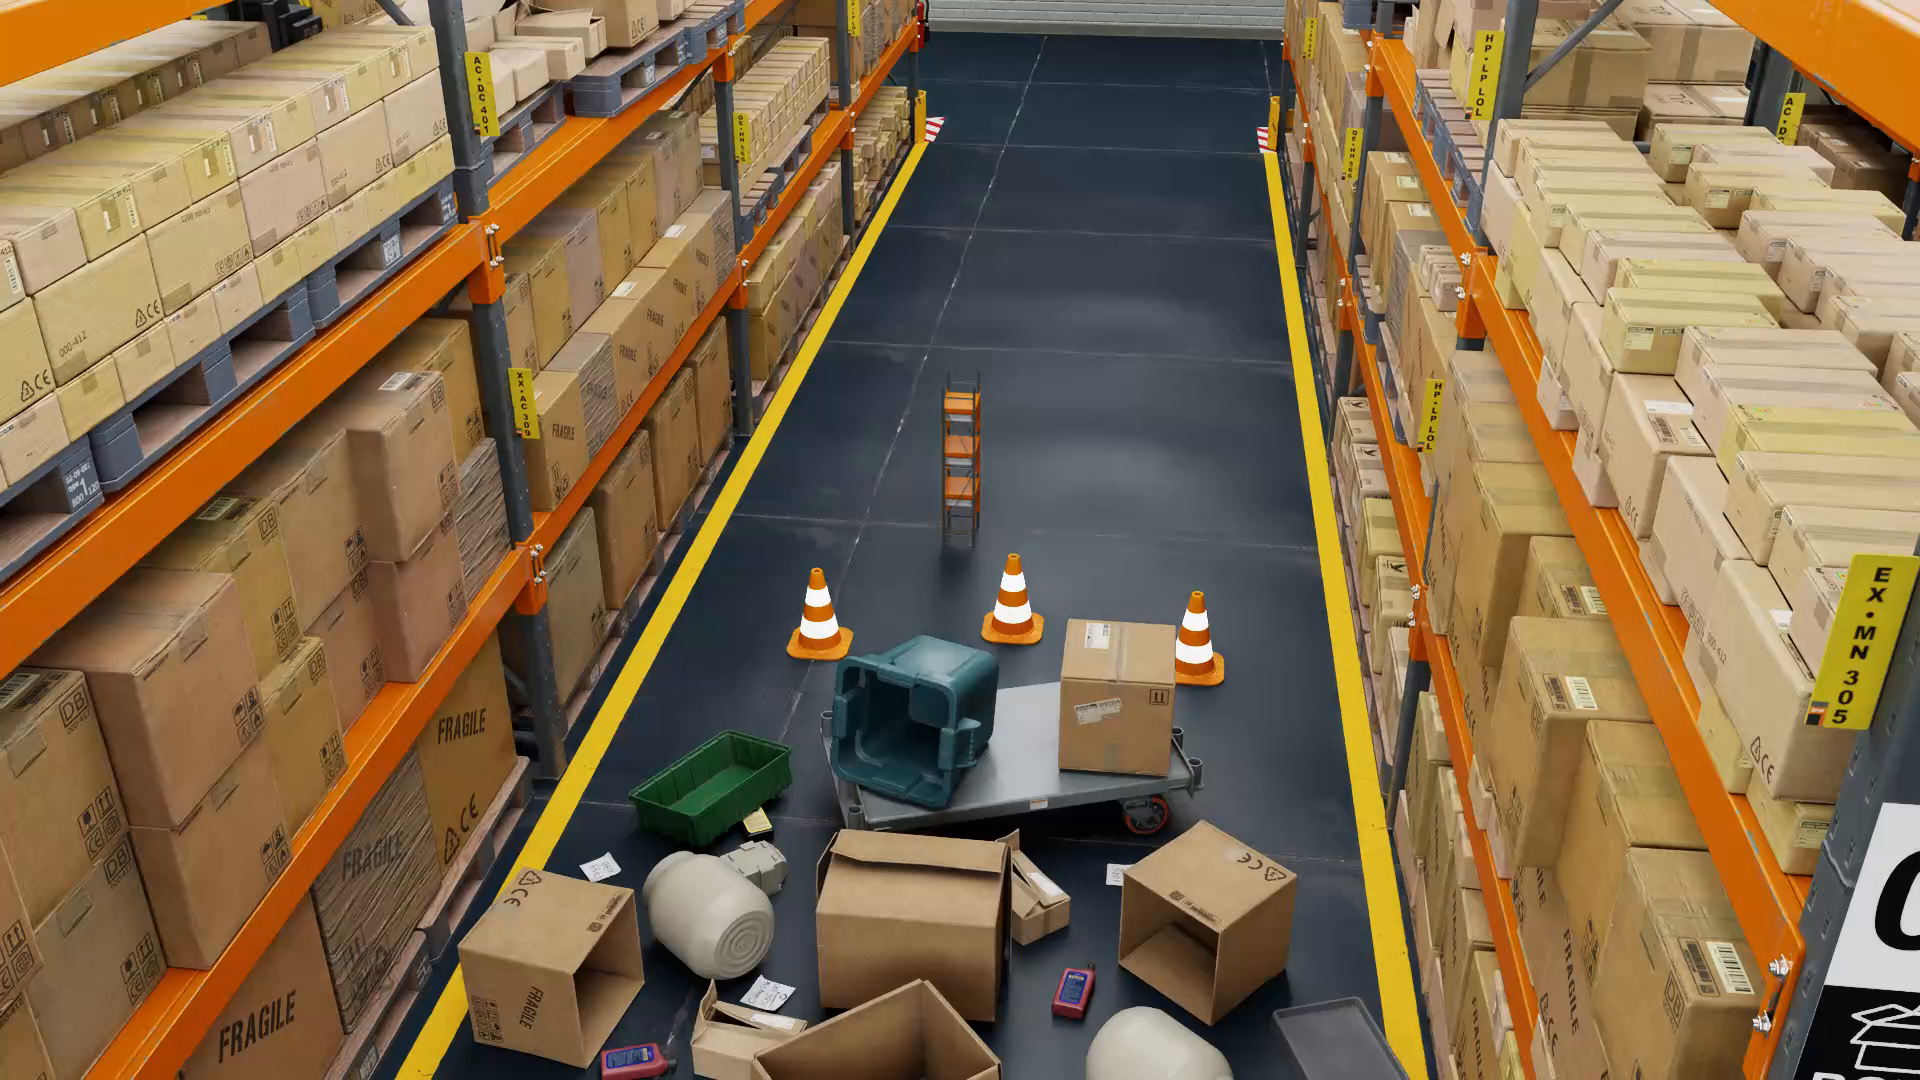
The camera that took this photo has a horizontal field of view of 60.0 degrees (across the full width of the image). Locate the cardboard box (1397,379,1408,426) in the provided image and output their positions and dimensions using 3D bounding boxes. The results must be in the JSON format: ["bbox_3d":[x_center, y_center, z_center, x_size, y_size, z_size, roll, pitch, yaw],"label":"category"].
[{"bbox_3d":[2.353,-0.663,8.140,0.380,0.149,0.250,4,29,7],"label":"cardboard box"}]

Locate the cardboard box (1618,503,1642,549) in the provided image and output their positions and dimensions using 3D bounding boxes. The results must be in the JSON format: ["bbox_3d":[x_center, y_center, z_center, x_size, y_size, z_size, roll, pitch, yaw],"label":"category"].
[{"bbox_3d":[1.951,-0.076,4.331,0.380,0.149,0.250,3,28,5],"label":"cardboard box"}]

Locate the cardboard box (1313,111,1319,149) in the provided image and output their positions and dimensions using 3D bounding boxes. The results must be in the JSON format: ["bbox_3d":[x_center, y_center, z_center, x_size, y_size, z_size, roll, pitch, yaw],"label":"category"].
[{"bbox_3d":[3.093,-3.228,13.237,0.500,0.250,0.500,3,28,5],"label":"cardboard box"}]

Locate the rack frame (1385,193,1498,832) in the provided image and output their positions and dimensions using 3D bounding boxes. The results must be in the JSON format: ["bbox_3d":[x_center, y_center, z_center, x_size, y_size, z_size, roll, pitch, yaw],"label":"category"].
[{"bbox_3d":[2.491,0.036,7.020,1.000,3.000,0.127,3,28,6],"label":"rack frame"}]

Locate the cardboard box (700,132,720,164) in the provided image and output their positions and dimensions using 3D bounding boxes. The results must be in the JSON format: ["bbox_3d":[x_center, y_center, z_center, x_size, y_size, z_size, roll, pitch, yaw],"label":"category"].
[{"bbox_3d":[-1.695,-2.631,11.166,0.380,0.149,0.250,3,28,6],"label":"cardboard box"}]

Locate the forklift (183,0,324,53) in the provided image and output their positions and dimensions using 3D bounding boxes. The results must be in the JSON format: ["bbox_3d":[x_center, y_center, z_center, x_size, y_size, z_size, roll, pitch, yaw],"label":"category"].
[{"bbox_3d":[-4.601,-1.842,10.579,1.130,2.935,3.031,4,29,7],"label":"forklift"}]

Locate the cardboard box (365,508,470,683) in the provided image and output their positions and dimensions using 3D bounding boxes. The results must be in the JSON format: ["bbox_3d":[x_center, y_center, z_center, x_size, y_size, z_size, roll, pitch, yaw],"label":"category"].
[{"bbox_3d":[-2.513,0.165,6.624,0.875,0.550,0.550,3,28,6],"label":"cardboard box"}]

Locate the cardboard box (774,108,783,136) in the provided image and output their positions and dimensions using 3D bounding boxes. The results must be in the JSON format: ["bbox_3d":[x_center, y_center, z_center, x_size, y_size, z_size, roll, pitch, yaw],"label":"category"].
[{"bbox_3d":[-1.529,-3.114,12.376,0.380,0.149,0.250,3,28,6],"label":"cardboard box"}]

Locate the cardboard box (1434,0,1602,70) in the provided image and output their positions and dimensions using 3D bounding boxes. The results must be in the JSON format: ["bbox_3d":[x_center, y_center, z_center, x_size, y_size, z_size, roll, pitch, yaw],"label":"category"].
[{"bbox_3d":[2.822,-2.493,8.443,0.797,0.503,0.637,3,28,6],"label":"cardboard box"}]

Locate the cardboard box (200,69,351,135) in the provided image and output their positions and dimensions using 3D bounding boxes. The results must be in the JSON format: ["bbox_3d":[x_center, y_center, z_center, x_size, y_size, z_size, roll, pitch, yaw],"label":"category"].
[{"bbox_3d":[-2.256,-1.448,5.489,0.380,0.149,0.250,4,29,7],"label":"cardboard box"}]

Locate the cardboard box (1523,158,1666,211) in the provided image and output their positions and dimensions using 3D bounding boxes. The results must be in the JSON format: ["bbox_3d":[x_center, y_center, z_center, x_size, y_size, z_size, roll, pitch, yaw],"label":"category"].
[{"bbox_3d":[2.084,-1.148,5.479,0.380,0.149,0.250,2,28,5],"label":"cardboard box"}]

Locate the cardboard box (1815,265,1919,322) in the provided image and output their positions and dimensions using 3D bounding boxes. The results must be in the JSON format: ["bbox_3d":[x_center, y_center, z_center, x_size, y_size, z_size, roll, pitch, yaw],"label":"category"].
[{"bbox_3d":[2.573,-0.628,4.514,0.380,0.149,0.250,4,29,7],"label":"cardboard box"}]

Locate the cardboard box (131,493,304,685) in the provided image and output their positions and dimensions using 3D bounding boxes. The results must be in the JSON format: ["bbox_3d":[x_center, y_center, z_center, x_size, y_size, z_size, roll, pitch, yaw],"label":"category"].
[{"bbox_3d":[-2.725,0.188,5.441,0.875,0.550,0.500,3,28,6],"label":"cardboard box"}]

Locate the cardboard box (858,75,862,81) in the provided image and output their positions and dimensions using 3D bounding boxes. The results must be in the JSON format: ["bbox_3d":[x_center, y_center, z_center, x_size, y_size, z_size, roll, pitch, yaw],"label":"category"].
[{"bbox_3d":[-1.117,-4.355,15.437,0.380,0.149,0.250,2,28,4],"label":"cardboard box"}]

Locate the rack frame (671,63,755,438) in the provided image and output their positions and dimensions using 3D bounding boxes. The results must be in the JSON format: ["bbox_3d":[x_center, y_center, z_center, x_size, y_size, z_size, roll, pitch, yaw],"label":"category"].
[{"bbox_3d":[-1.944,-2.087,10.961,1.000,3.000,0.127,3,28,6],"label":"rack frame"}]

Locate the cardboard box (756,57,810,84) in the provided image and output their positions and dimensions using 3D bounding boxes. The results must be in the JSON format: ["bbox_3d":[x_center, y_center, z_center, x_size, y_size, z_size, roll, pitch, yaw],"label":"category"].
[{"bbox_3d":[-1.407,-3.734,13.213,0.380,0.149,0.250,3,28,6],"label":"cardboard box"}]

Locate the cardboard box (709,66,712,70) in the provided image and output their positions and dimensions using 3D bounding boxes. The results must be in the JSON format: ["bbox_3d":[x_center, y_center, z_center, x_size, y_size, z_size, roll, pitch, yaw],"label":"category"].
[{"bbox_3d":[-2.085,-3.657,13.070,0.380,0.149,0.250,3,28,6],"label":"cardboard box"}]

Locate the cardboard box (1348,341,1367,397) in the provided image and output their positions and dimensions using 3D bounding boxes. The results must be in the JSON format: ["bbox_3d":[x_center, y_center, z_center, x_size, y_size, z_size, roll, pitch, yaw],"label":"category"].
[{"bbox_3d":[3.148,-1.416,11.514,0.875,0.875,0.875,3,28,6],"label":"cardboard box"}]

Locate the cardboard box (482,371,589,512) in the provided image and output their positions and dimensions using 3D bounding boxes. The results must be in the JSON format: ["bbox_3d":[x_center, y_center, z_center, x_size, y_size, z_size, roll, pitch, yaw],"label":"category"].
[{"bbox_3d":[-2.103,-0.480,7.873,0.500,0.500,0.500,4,29,7],"label":"cardboard box"}]

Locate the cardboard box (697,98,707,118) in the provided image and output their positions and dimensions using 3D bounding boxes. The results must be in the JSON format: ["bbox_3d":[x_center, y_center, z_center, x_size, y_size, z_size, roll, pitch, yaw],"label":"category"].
[{"bbox_3d":[-2.149,-3.280,12.684,0.380,0.149,0.250,3,28,5],"label":"cardboard box"}]

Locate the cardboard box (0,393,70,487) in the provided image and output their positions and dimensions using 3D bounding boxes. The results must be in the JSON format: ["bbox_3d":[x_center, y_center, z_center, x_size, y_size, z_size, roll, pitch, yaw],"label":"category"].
[{"bbox_3d":[-2.472,-0.260,4.124,0.380,0.149,0.250,4,29,7],"label":"cardboard box"}]

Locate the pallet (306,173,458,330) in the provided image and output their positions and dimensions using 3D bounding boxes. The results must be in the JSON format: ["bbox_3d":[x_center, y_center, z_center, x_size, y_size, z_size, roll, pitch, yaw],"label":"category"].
[{"bbox_3d":[-2.545,-1.101,6.062,1.003,0.211,1.213,3,28,6],"label":"pallet"}]

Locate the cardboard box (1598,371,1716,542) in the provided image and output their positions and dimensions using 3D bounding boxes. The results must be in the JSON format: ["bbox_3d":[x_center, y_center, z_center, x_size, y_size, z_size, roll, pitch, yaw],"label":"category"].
[{"bbox_3d":[1.918,-0.204,4.148,0.500,0.250,0.500,4,29,8],"label":"cardboard box"}]

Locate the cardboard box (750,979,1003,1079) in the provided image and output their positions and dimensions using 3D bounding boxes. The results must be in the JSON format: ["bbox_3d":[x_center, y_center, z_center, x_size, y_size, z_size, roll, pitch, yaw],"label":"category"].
[{"bbox_3d":[-0.297,2.044,5.925,0.797,0.503,0.637,-17,33,-29],"label":"cardboard box"}]

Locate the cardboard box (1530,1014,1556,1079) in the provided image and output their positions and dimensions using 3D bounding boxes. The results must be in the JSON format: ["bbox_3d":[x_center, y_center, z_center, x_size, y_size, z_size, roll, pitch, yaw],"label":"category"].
[{"bbox_3d":[1.809,1.473,4.618,0.380,0.149,0.250,4,29,7],"label":"cardboard box"}]

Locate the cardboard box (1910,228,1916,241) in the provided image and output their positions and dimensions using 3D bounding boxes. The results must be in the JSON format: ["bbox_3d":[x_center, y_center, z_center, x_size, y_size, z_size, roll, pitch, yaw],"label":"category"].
[{"bbox_3d":[8.174,-2.652,14.573,0.380,0.149,0.250,3,28,5],"label":"cardboard box"}]

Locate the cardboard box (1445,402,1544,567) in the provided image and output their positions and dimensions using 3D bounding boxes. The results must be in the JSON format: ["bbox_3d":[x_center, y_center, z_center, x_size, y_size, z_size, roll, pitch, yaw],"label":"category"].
[{"bbox_3d":[2.137,-0.145,5.884,0.700,0.500,0.500,4,29,6],"label":"cardboard box"}]

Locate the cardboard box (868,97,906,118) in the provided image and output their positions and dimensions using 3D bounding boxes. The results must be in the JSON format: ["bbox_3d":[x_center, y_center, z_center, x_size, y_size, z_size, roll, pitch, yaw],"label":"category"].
[{"bbox_3d":[-0.771,-4.536,17.443,0.380,0.149,0.250,3,28,5],"label":"cardboard box"}]

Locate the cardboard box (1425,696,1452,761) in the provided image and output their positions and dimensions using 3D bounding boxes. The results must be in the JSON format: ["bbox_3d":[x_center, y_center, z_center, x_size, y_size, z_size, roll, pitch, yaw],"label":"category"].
[{"bbox_3d":[2.076,0.764,6.652,0.380,0.149,0.250,4,29,7],"label":"cardboard box"}]

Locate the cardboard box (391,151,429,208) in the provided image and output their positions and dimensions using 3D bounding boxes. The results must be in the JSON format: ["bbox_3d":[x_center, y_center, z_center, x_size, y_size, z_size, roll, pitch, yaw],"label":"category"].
[{"bbox_3d":[-2.192,-1.334,6.118,0.380,0.149,0.250,4,29,7],"label":"cardboard box"}]

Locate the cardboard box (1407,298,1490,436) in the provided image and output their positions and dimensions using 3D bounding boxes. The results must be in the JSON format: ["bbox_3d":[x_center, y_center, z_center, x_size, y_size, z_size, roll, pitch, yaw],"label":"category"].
[{"bbox_3d":[2.379,-0.788,7.688,0.500,0.500,0.500,4,29,6],"label":"cardboard box"}]

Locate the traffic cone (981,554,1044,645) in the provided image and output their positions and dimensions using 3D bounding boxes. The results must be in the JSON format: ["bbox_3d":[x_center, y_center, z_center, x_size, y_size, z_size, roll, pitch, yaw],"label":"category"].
[{"bbox_3d":[0.296,0.293,9.218,0.336,0.463,0.334,3,28,6],"label":"traffic cone"}]

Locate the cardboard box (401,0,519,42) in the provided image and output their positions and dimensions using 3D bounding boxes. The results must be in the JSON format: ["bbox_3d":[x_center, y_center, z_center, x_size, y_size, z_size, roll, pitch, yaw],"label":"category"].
[{"bbox_3d":[-2.438,-2.552,8.207,0.500,0.311,0.500,2,28,4],"label":"cardboard box"}]

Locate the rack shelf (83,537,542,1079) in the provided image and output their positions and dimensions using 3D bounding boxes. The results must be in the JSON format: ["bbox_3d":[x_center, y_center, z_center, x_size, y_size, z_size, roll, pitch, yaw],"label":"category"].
[{"bbox_3d":[-2.679,1.054,5.889,1.077,0.370,4.000,3,28,6],"label":"rack shelf"}]

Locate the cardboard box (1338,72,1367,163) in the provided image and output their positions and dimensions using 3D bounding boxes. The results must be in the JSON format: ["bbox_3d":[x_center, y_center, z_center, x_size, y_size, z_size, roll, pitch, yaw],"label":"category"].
[{"bbox_3d":[2.839,-2.831,11.183,0.500,0.500,0.500,4,29,7],"label":"cardboard box"}]

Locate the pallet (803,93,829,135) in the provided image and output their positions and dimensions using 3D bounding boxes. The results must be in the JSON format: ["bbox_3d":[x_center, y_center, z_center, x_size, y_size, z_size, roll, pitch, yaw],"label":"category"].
[{"bbox_3d":[-1.692,-3.534,13.849,1.003,0.211,1.213,3,28,6],"label":"pallet"}]

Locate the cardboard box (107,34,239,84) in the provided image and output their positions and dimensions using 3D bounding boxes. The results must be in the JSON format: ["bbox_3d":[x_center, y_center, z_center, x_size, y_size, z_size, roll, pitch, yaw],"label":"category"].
[{"bbox_3d":[-2.847,-1.722,5.997,0.380,0.149,0.250,3,28,6],"label":"cardboard box"}]

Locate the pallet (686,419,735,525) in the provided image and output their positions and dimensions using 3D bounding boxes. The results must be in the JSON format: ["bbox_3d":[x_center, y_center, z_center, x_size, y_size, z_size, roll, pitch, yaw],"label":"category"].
[{"bbox_3d":[-2.116,-0.492,10.941,1.003,0.211,1.213,3,28,6],"label":"pallet"}]

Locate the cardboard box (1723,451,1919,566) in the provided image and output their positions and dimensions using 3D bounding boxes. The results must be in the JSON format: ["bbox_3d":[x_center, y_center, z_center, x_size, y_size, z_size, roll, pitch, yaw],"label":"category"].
[{"bbox_3d":[1.832,-0.059,3.458,0.380,0.149,0.250,3,28,6],"label":"cardboard box"}]

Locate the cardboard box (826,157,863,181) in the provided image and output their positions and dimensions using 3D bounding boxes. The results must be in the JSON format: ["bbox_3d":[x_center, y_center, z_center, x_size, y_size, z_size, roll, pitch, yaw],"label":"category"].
[{"bbox_3d":[-1.114,-3.438,15.404,0.380,0.149,0.250,5,29,9],"label":"cardboard box"}]

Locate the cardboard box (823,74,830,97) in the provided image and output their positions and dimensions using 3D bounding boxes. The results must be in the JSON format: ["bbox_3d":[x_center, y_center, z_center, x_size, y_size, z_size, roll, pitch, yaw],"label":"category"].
[{"bbox_3d":[-1.306,-3.845,14.047,0.380,0.149,0.250,3,28,5],"label":"cardboard box"}]

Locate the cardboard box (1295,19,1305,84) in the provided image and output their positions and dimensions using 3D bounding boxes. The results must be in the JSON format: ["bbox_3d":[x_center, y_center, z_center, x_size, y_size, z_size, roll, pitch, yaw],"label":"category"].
[{"bbox_3d":[3.379,-4.487,15.310,0.500,0.500,0.500,3,28,5],"label":"cardboard box"}]

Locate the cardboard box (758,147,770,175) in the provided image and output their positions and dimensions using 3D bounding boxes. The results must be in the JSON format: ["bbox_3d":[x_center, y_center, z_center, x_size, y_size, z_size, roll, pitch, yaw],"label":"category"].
[{"bbox_3d":[-1.592,-2.740,11.996,0.380,0.149,0.250,5,29,9],"label":"cardboard box"}]

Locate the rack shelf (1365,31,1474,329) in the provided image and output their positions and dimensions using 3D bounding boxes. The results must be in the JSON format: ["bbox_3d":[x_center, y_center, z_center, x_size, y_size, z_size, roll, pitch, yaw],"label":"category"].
[{"bbox_3d":[2.736,-1.909,8.227,1.077,0.370,4.000,3,28,6],"label":"rack shelf"}]

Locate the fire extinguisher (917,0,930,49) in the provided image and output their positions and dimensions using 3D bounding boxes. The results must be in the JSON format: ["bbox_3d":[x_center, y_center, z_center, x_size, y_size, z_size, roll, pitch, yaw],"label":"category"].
[{"bbox_3d":[-0.475,-5.746,18.228,0.296,0.674,0.183,3,28,6],"label":"fire extinguisher"}]

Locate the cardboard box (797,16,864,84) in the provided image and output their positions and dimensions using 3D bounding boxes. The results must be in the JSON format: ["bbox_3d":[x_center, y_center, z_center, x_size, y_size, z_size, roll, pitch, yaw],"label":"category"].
[{"bbox_3d":[-1.143,-4.363,14.767,0.500,0.500,0.500,3,28,5],"label":"cardboard box"}]

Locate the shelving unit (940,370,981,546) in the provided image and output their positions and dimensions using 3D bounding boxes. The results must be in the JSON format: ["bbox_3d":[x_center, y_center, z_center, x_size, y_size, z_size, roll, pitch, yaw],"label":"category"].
[{"bbox_3d":[0.007,-0.487,10.048,0.215,1.050,0.252,3,28,6],"label":"shelving unit"}]

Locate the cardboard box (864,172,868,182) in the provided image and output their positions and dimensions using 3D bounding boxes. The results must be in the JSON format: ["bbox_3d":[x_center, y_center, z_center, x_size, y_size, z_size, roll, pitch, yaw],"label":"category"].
[{"bbox_3d":[-1.099,-3.548,16.237,0.380,0.149,0.250,2,28,4],"label":"cardboard box"}]

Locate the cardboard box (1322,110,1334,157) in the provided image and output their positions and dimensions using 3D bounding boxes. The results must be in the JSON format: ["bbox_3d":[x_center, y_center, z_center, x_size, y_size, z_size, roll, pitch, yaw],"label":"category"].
[{"bbox_3d":[2.953,-2.972,12.234,0.500,0.250,0.500,3,28,5],"label":"cardboard box"}]

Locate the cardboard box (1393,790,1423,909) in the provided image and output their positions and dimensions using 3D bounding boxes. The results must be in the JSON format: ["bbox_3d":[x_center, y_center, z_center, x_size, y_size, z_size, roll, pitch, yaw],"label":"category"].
[{"bbox_3d":[2.150,1.324,7.086,0.500,0.250,0.500,2,28,4],"label":"cardboard box"}]

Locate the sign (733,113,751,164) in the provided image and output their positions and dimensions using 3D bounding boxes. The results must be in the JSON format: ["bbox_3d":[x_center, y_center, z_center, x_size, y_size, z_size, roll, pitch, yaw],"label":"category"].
[{"bbox_3d":[-1.393,-2.566,10.629,0.100,0.325,0.005,3,28,6],"label":"sign"}]

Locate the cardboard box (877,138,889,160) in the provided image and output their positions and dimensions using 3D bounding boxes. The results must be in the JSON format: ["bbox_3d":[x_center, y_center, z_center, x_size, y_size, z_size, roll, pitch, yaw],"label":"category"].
[{"bbox_3d":[-0.914,-3.908,16.591,0.380,0.149,0.250,4,29,7],"label":"cardboard box"}]

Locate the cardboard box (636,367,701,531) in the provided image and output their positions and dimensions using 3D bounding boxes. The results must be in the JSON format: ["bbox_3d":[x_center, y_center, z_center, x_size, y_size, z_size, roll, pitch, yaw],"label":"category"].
[{"bbox_3d":[-2.212,-0.588,10.108,1.050,0.750,0.750,4,29,7],"label":"cardboard box"}]

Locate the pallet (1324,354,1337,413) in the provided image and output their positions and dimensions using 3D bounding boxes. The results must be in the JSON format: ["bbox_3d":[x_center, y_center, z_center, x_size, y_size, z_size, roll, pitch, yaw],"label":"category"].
[{"bbox_3d":[3.152,-0.986,11.857,1.003,0.211,1.213,3,28,6],"label":"pallet"}]

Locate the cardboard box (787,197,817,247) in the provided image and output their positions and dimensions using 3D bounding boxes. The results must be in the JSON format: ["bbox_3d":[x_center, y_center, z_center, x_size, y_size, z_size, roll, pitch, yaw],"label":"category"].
[{"bbox_3d":[-1.421,-2.528,13.182,0.500,0.250,0.500,2,28,4],"label":"cardboard box"}]
